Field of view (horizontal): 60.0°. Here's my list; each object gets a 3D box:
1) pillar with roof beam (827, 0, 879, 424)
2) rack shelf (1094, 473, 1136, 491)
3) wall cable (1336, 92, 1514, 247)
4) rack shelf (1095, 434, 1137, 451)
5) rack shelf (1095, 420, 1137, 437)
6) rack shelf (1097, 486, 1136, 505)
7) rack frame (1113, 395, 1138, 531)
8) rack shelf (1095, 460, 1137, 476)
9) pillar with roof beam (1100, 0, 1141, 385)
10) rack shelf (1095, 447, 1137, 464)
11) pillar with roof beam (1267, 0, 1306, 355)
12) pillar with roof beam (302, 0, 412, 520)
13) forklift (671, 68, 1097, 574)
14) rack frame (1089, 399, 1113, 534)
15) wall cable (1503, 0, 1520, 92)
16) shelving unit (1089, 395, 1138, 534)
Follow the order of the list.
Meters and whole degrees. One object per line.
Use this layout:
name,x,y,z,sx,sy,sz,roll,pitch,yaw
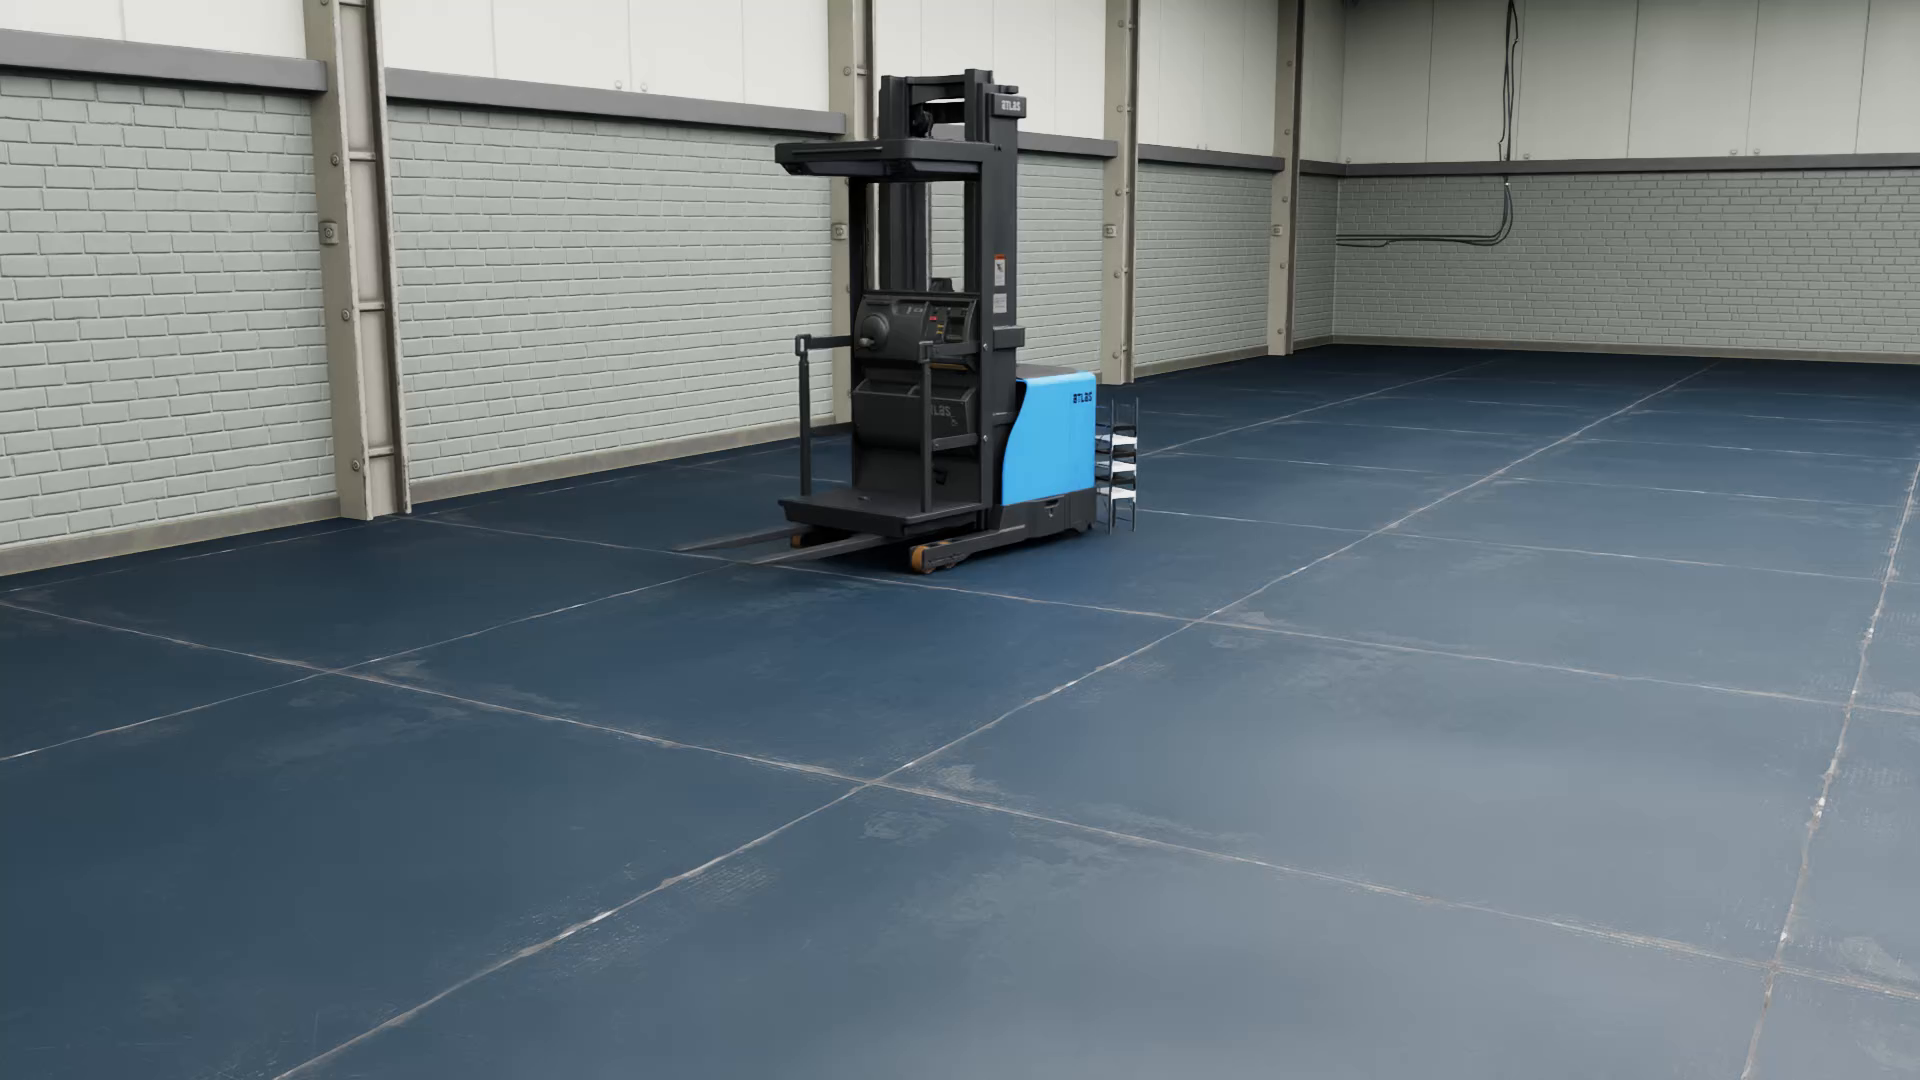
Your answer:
pillar with roof beam,2.630,-5.138,13.860,9.100,9.000,0.400,6,12,31
rack shelf,1.027,-0.389,11.173,0.200,0.077,0.258,-6,12,-31
wall cable,7.840,-6.247,28.224,3.097,2.526,0.112,6,12,31
rack shelf,1.027,-0.655,11.124,0.200,0.077,0.258,-6,12,-31
rack shelf,1.027,-0.743,11.107,0.200,0.077,0.258,-6,12,-31
rack shelf,1.027,-0.301,11.190,0.200,0.077,0.258,-6,12,-31
rack frame,1.113,-0.520,11.203,0.006,0.900,0.240,-6,12,-31
rack shelf,1.027,-0.478,11.157,0.200,0.077,0.258,-6,12,-31
pillar with roof beam,5.745,-6.082,18.900,9.100,9.000,0.400,6,12,31
rack shelf,1.027,-0.566,11.140,0.200,0.077,0.258,-6,12,-31
pillar with roof beam,8.860,-7.025,23.941,9.100,9.000,0.400,6,12,31
pillar with roof beam,-0.486,-4.195,8.820,9.100,9.000,0.400,6,12,31
forklift,-0.413,-1.344,10.085,1.130,2.935,3.031,9,14,39
rack frame,0.940,-0.501,11.098,0.006,0.900,0.240,-6,12,-31
wall cable,10.152,-8.471,26.378,3.097,2.526,0.112,6,12,31
shelving unit,1.027,-0.511,11.151,0.210,0.900,0.258,-6,12,-31
